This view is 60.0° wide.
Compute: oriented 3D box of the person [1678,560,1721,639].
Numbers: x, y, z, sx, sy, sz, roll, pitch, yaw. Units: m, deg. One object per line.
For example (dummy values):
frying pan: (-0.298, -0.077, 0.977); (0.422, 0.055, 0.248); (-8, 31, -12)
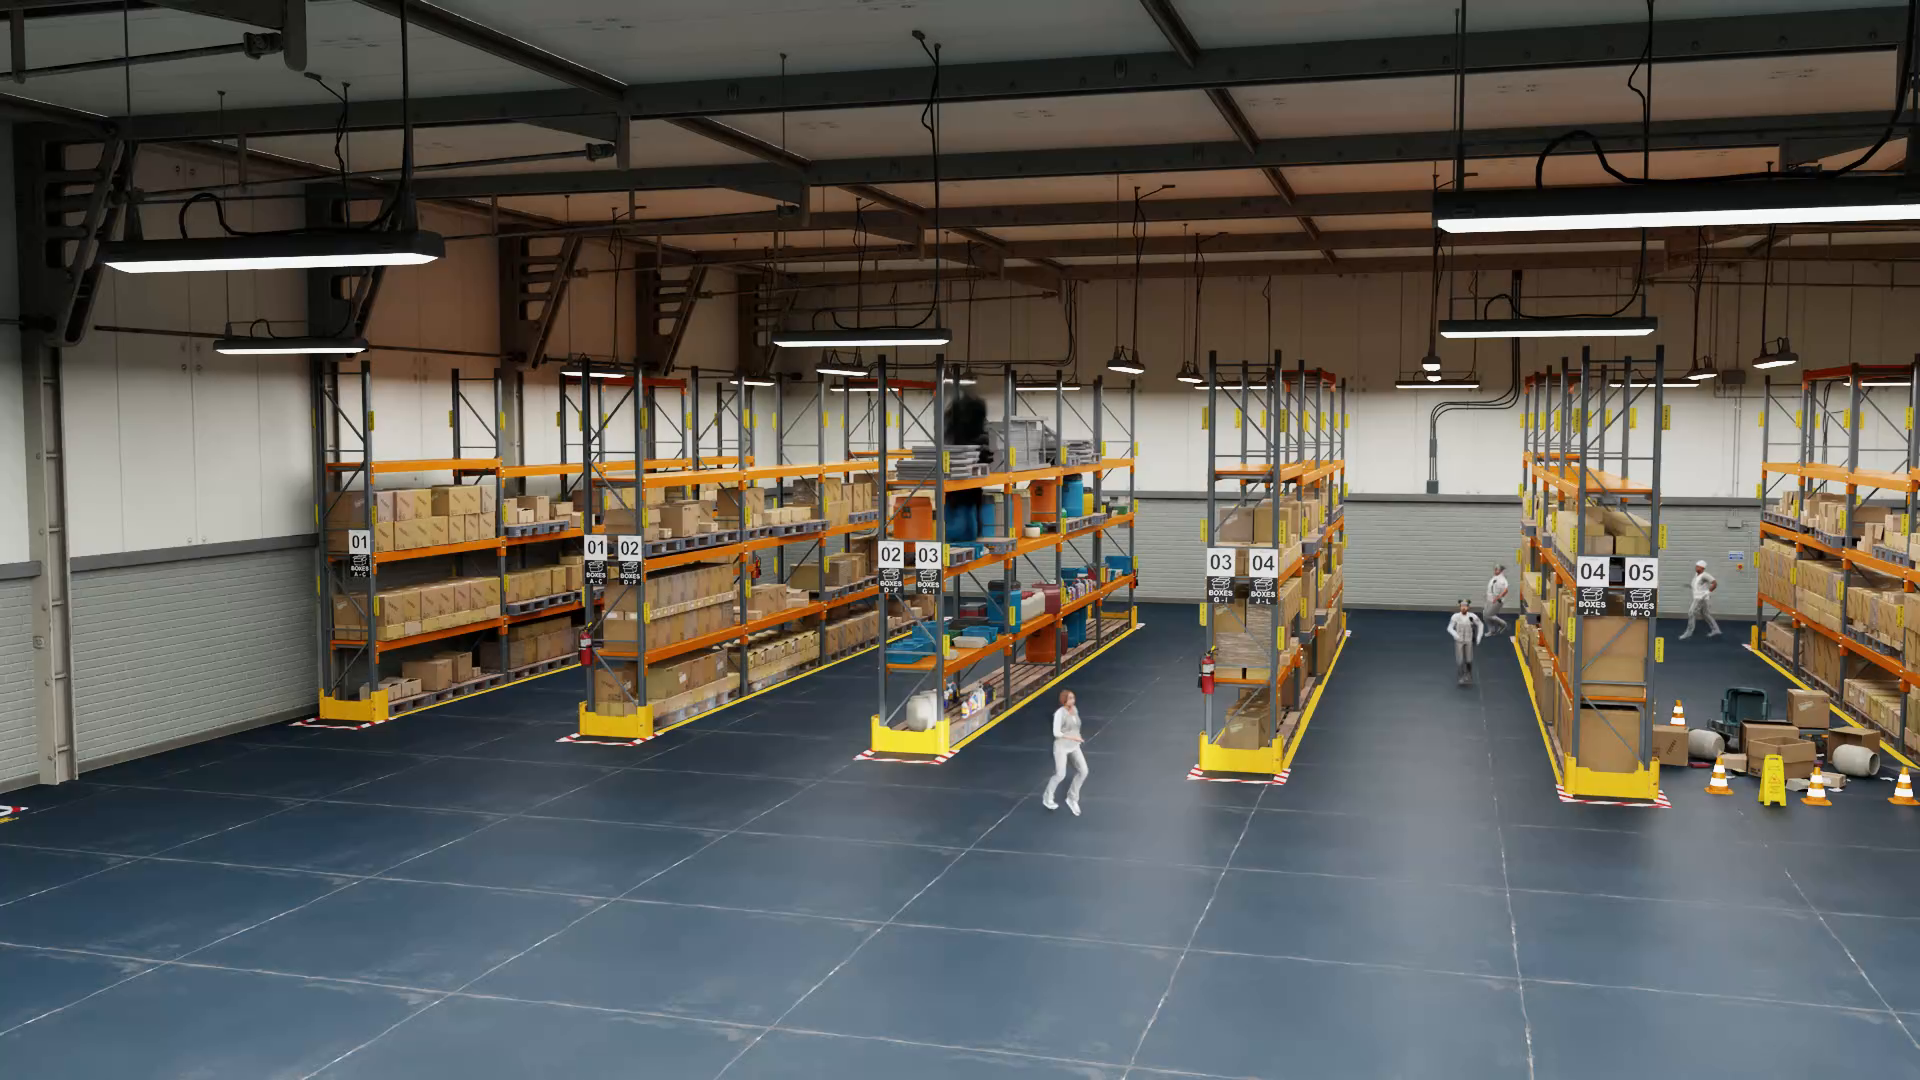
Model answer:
person: (16.925, 1.367, 38.011); (0.910, 1.807, 0.680); (1, 4, 17)

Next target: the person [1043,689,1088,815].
person: (1.359, 2.697, 21.216); (0.491, 1.613, 0.695); (-3, 5, -39)

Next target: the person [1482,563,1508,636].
person: (12.468, 1.392, 38.605); (0.559, 1.735, 0.725); (0, 4, -7)

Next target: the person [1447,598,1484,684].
person: (9.539, 1.920, 31.390); (0.658, 1.646, 0.550); (1, 4, 16)
